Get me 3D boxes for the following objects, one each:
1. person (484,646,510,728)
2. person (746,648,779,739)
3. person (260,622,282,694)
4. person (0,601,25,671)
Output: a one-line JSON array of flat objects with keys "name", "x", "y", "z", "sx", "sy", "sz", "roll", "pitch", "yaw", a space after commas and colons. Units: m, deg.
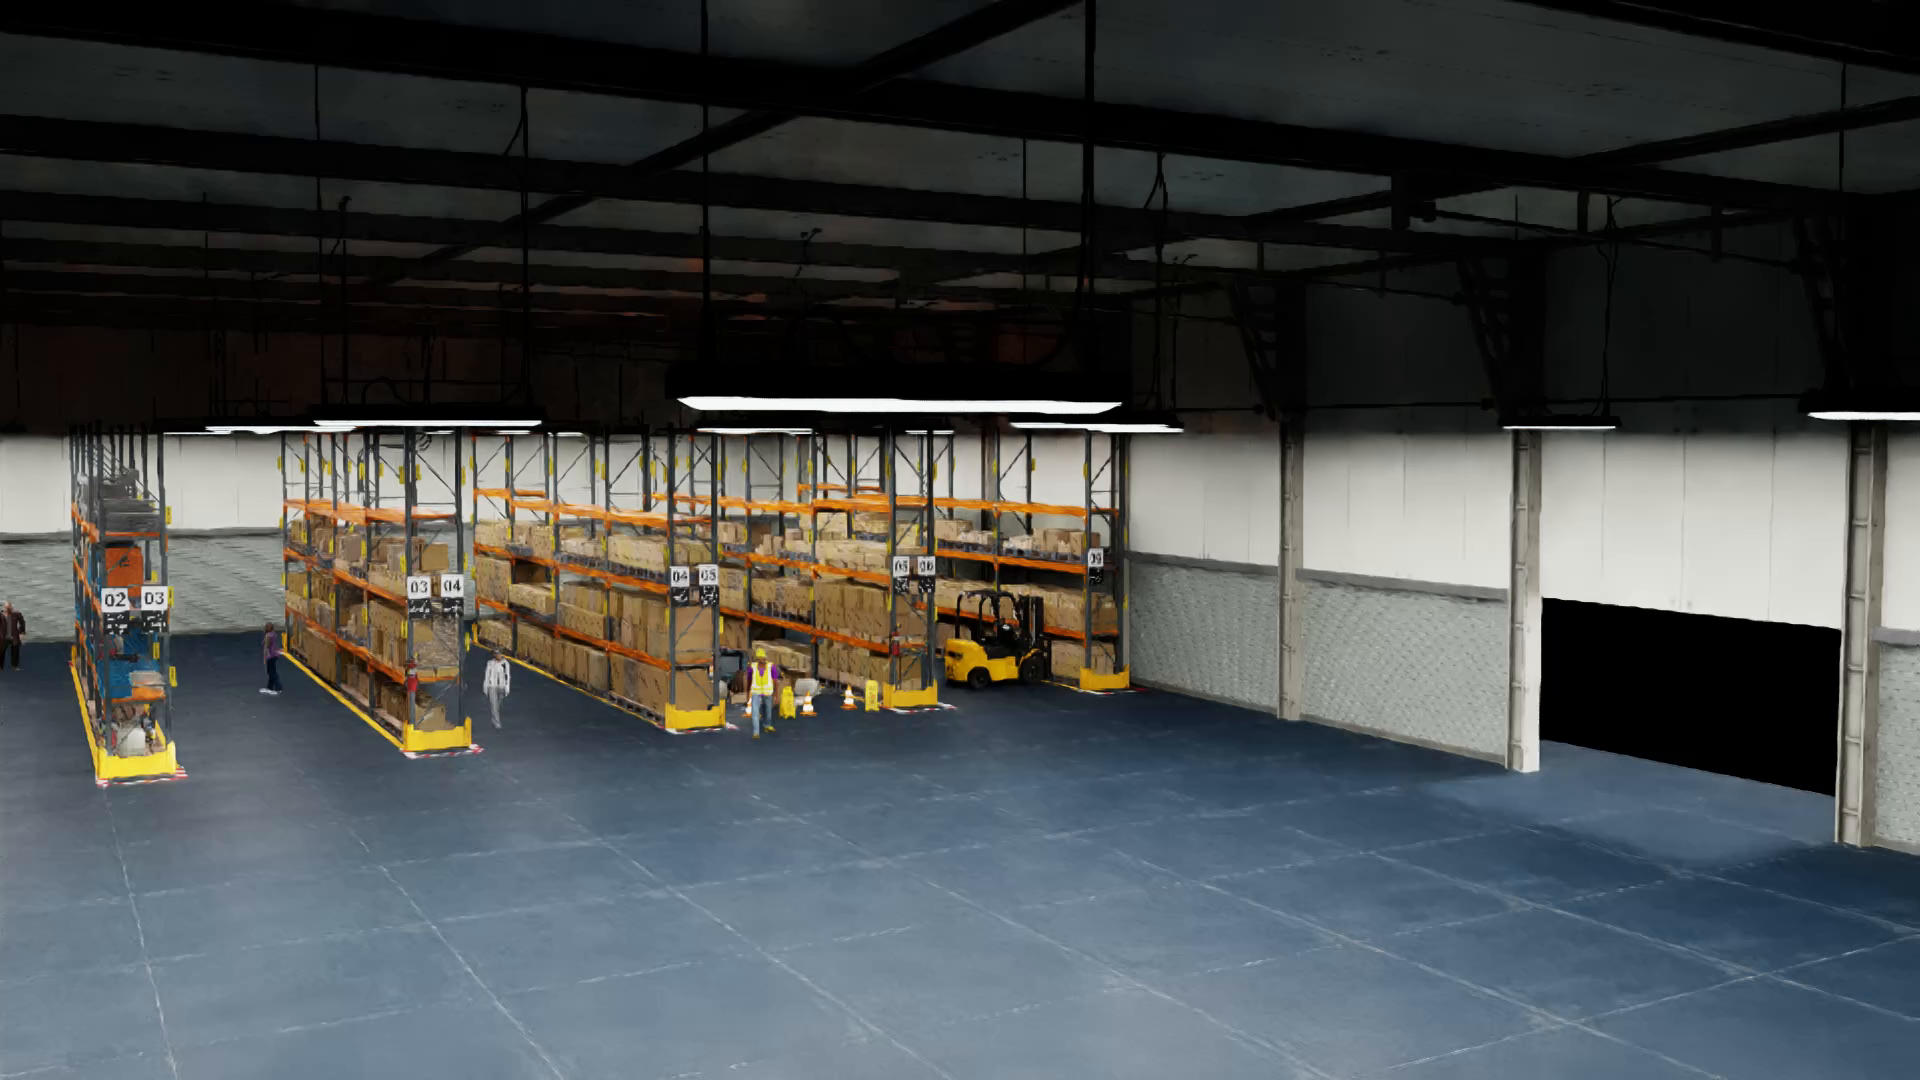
[{"name": "person", "x": -9.116, "y": 2.878, "z": 32.836, "sx": 0.488, "sy": 1.590, "sz": 1.089, "roll": -2, "pitch": 4, "yaw": -32}, {"name": "person", "x": -3.780, "y": 2.910, "z": 31.792, "sx": 0.616, "sy": 1.712, "sz": 0.970, "roll": -1, "pitch": 4, "yaw": -9}, {"name": "person", "x": -15.387, "y": 2.623, "z": 37.062, "sx": 0.531, "sy": 1.588, "sz": 0.535, "roll": 0, "pitch": 4, "yaw": -5}, {"name": "person", "x": -23.255, "y": 2.351, "z": 40.638, "sx": 0.729, "sy": 1.733, "sz": 0.546, "roll": -2, "pitch": 4, "yaw": -31}]
